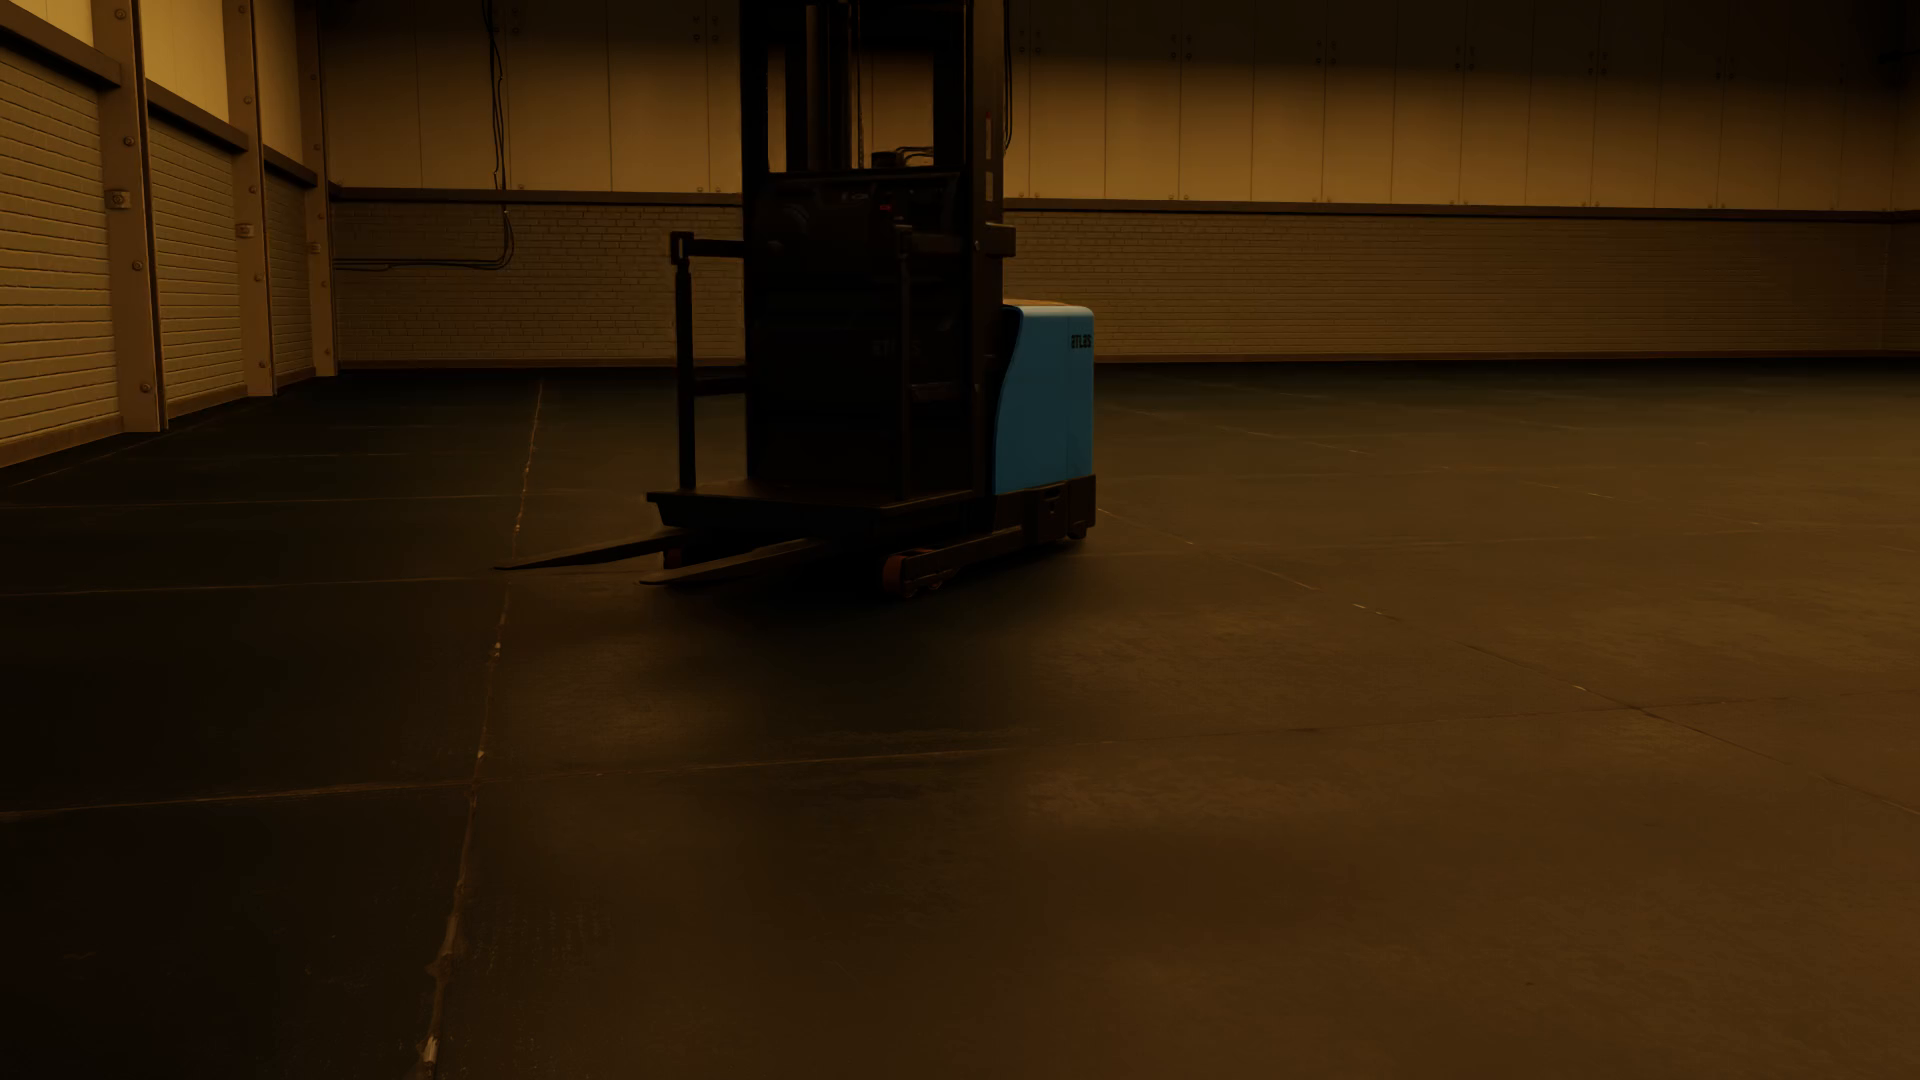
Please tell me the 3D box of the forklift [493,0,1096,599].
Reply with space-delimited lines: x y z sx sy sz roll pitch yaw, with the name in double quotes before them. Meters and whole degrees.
"forklift" -0.521 -1.304 6.453 1.130 2.935 3.031 4 9 28
